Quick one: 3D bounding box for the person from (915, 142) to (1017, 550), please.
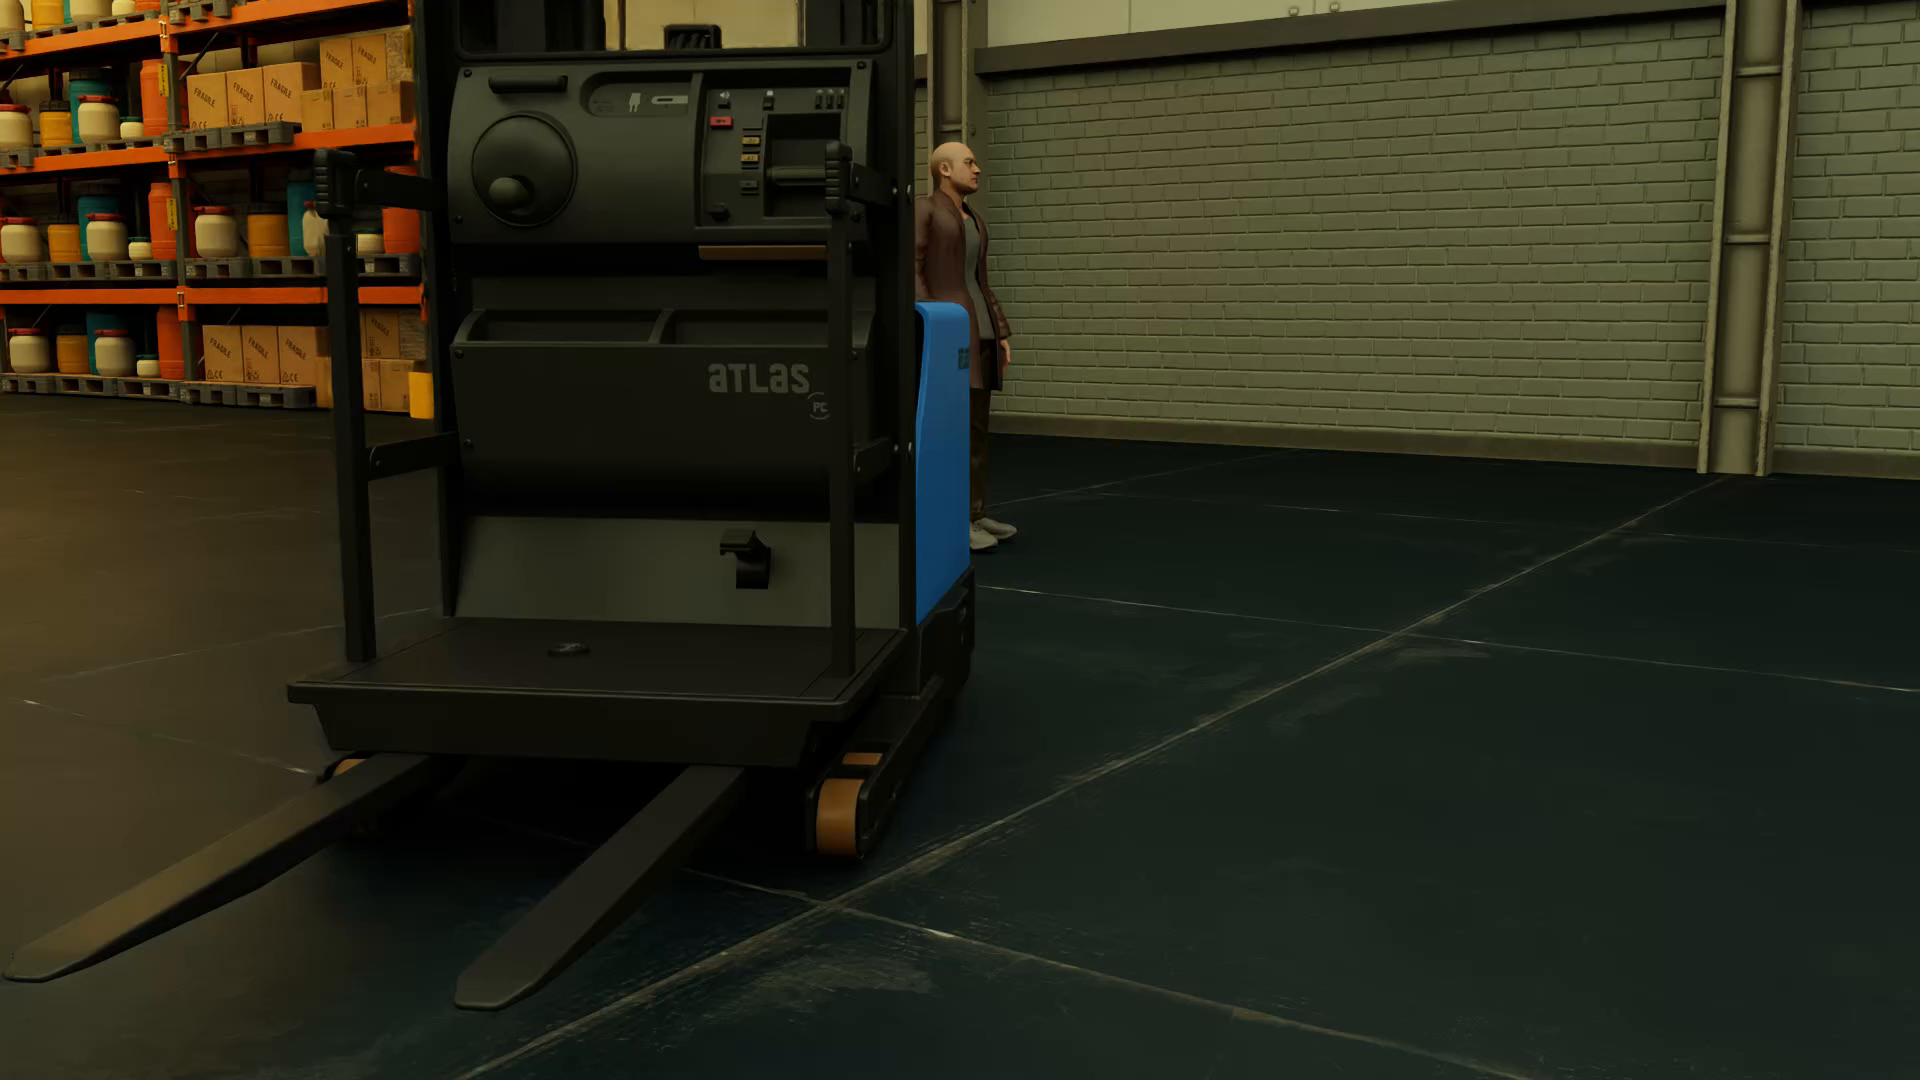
[{"bbox_3d":[0.072,-0.879,7.423,0.582,1.775,0.696,5,10,34],"label":"person"}]

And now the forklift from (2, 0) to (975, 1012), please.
[{"bbox_3d":[-0.677,-0.880,3.378,1.130,2.935,3.031,1,8,8],"label":"forklift"}]
